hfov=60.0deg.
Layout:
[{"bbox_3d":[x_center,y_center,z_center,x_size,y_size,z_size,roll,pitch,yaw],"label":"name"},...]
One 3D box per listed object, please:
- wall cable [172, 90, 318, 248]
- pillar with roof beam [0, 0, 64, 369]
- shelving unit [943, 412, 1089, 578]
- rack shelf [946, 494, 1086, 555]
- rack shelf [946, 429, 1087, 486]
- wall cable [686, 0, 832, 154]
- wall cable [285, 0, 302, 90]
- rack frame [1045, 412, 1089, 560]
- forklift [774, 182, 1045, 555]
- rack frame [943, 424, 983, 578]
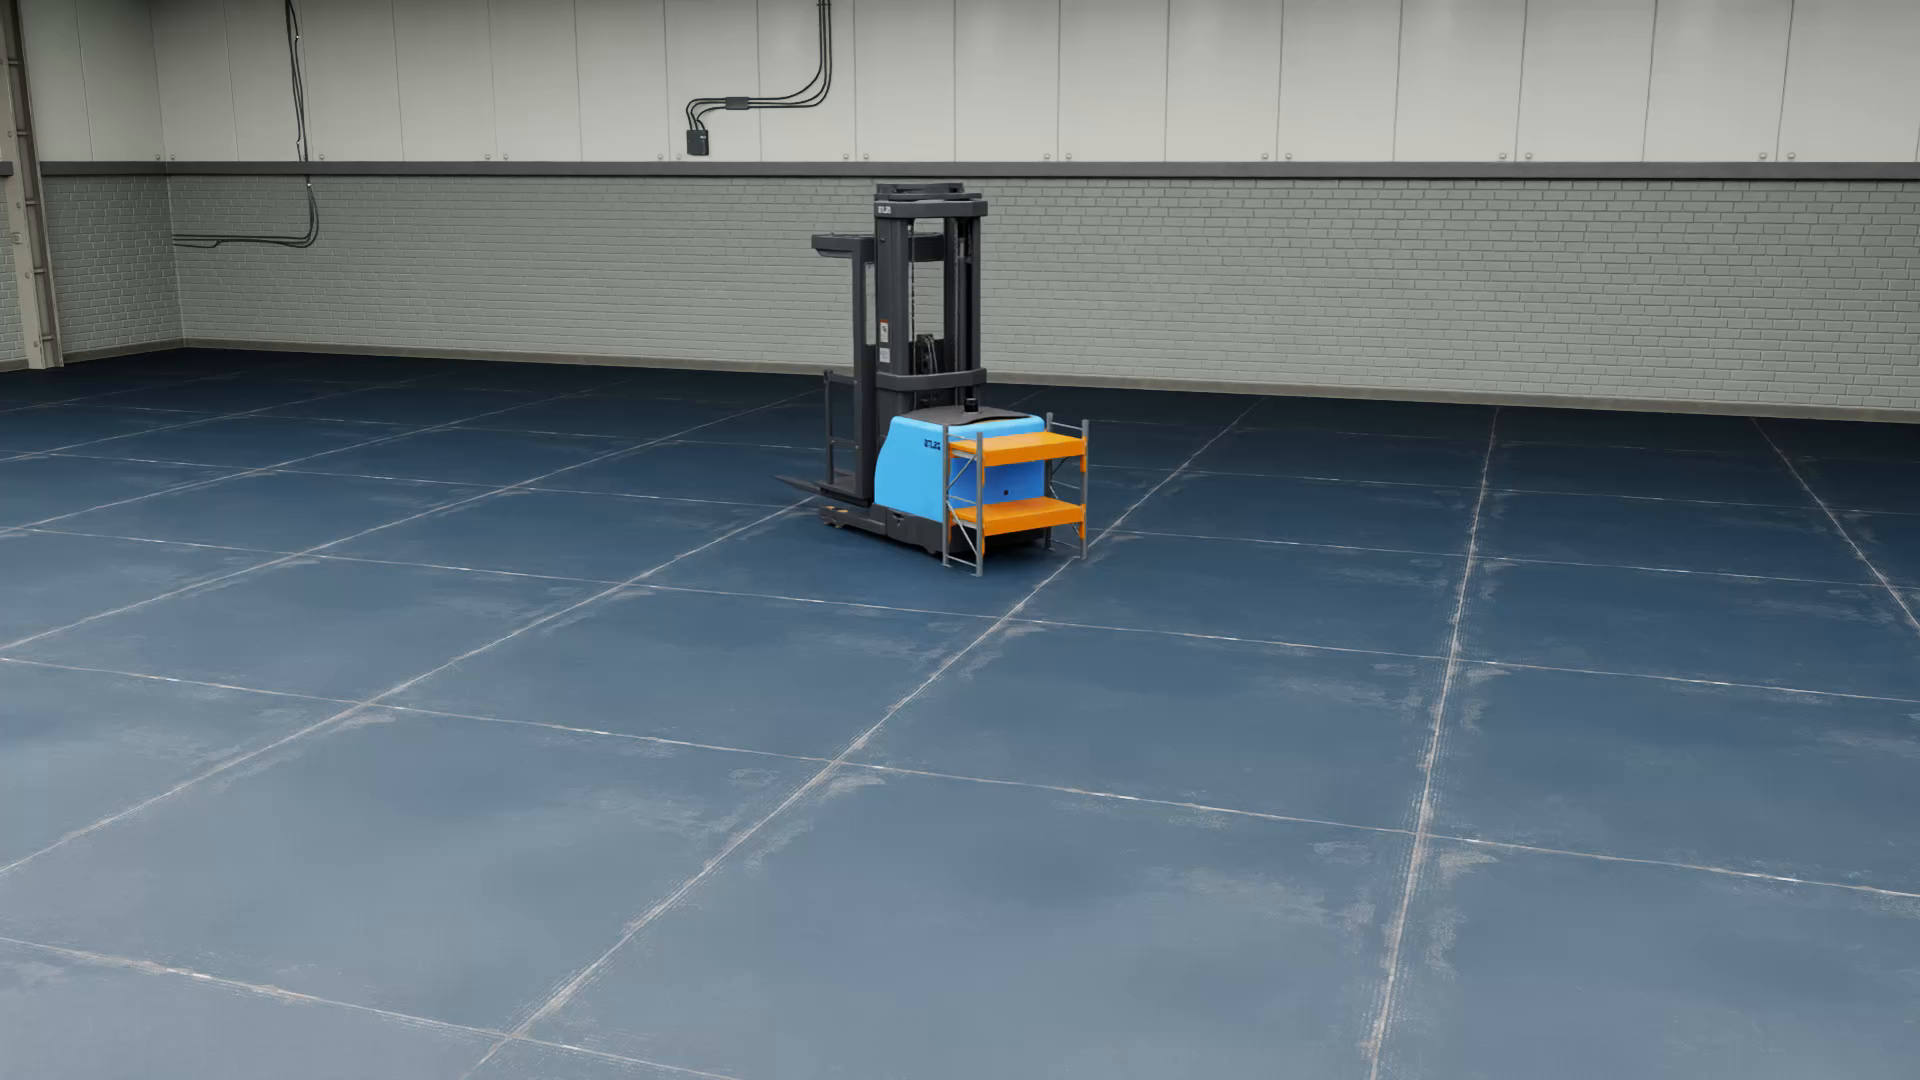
[{"bbox_3d":[-11.910,-6.066,27.322,3.097,2.526,0.112,4,14,18],"label":"wall cable"},{"bbox_3d":[-10.041,-6.745,23.318,9.100,9.000,0.400,4,14,18],"label":"pillar with roof beam"},{"bbox_3d":[0.437,-0.371,13.086,1.048,1.125,0.538,-9,16,-34],"label":"shelving unit"},{"bbox_3d":[0.437,-0.133,13.140,1.000,0.278,0.538,-9,16,-34],"label":"rack shelf"},{"bbox_3d":[0.437,-0.656,13.020,1.000,0.278,0.538,-9,16,-34],"label":"rack shelf"},{"bbox_3d":[-2.932,-8.551,23.589,2.305,6.003,0.169,4,14,18],"label":"wall cable"},{"bbox_3d":[-9.350,-8.334,25.906,3.097,2.526,0.112,4,14,18],"label":"wall cable"},{"bbox_3d":[0.855,-0.436,13.368,0.032,1.125,0.500,-9,16,-34],"label":"rack frame"},{"bbox_3d":[-0.577,-1.584,14.343,1.130,2.935,3.031,-9,16,-36],"label":"forklift"},{"bbox_3d":[0.019,-0.307,12.803,0.032,1.125,0.500,-9,16,-34],"label":"rack frame"}]
